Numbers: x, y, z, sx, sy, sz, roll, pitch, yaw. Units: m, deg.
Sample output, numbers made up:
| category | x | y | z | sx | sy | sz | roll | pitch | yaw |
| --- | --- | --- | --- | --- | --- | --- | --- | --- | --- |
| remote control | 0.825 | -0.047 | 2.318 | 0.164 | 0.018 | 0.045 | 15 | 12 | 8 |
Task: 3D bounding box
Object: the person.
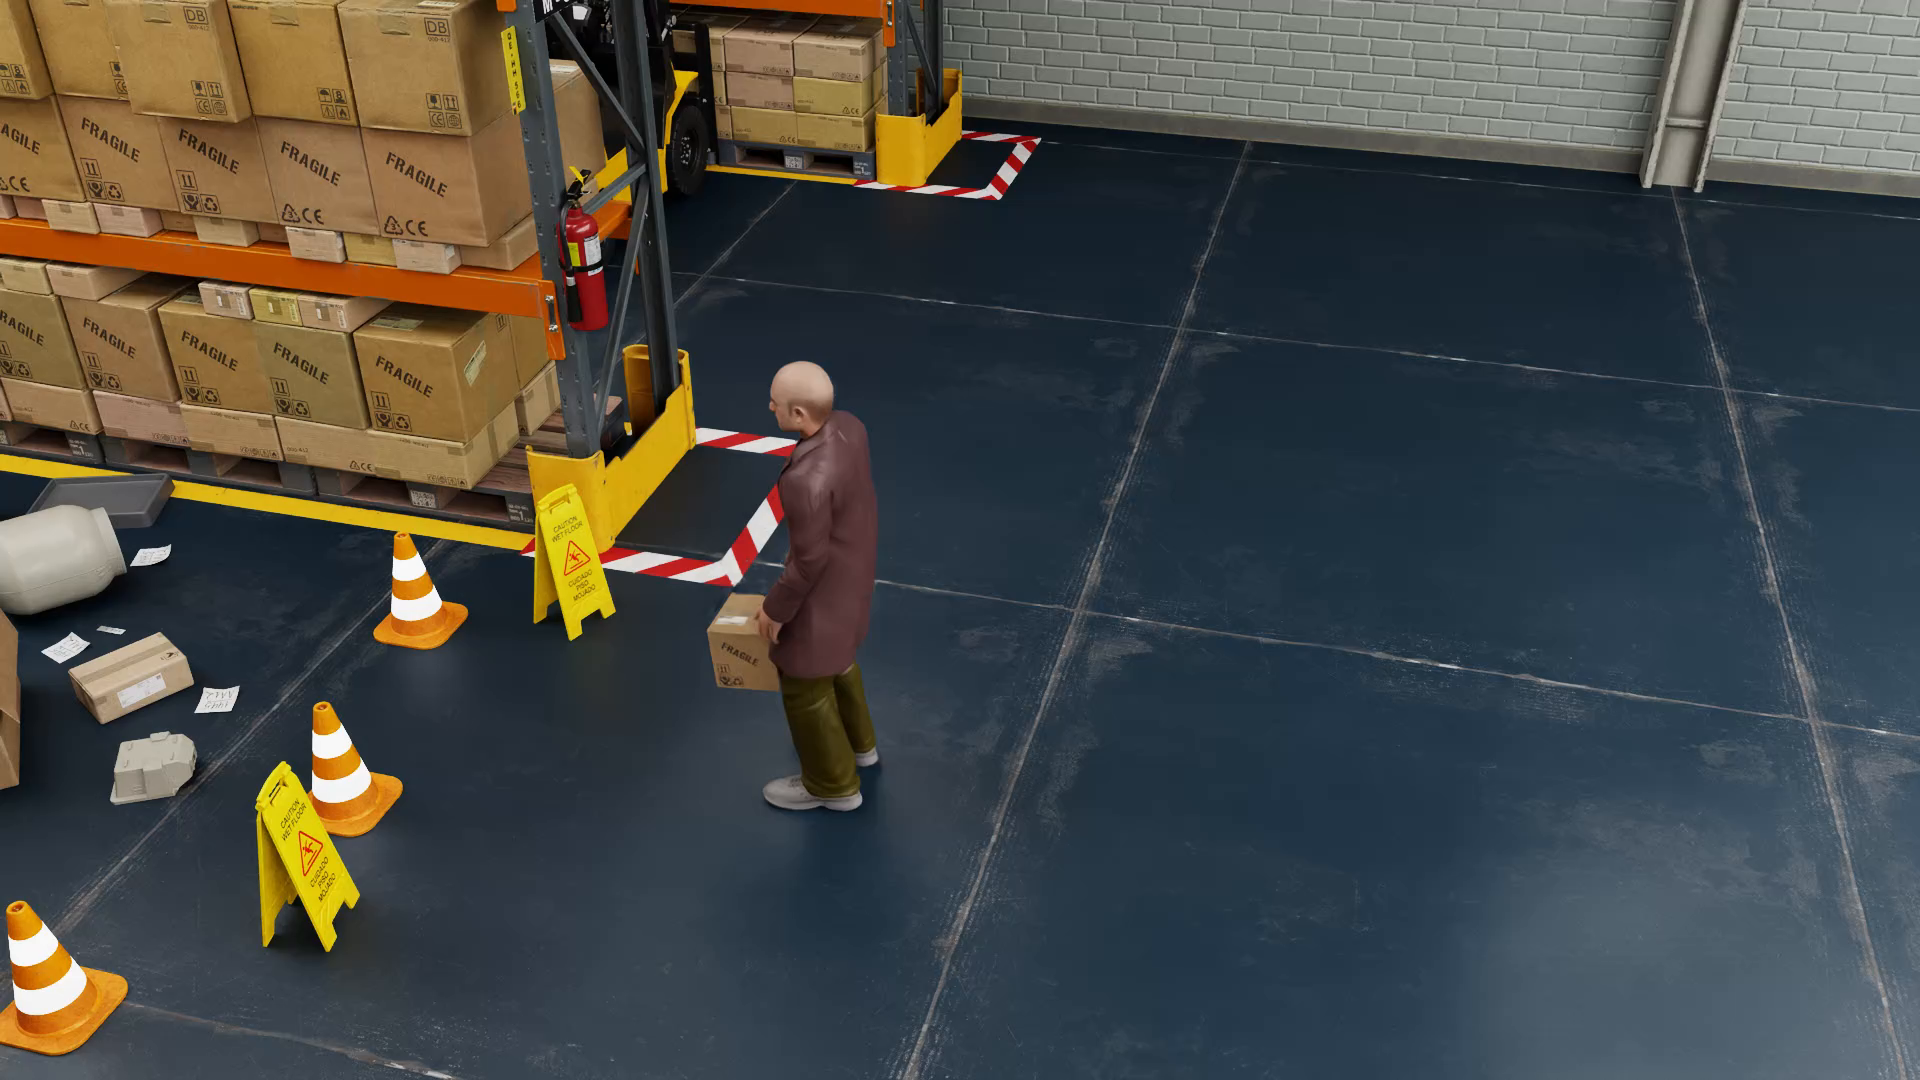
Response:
| category | x | y | z | sx | sy | sz | roll | pitch | yaw |
| --- | --- | --- | --- | --- | --- | --- | --- | --- | --- |
| person | -0.503 | 0.173 | 5.875 | 0.424 | 1.779 | 0.587 | 7 | 33 | 11 |
